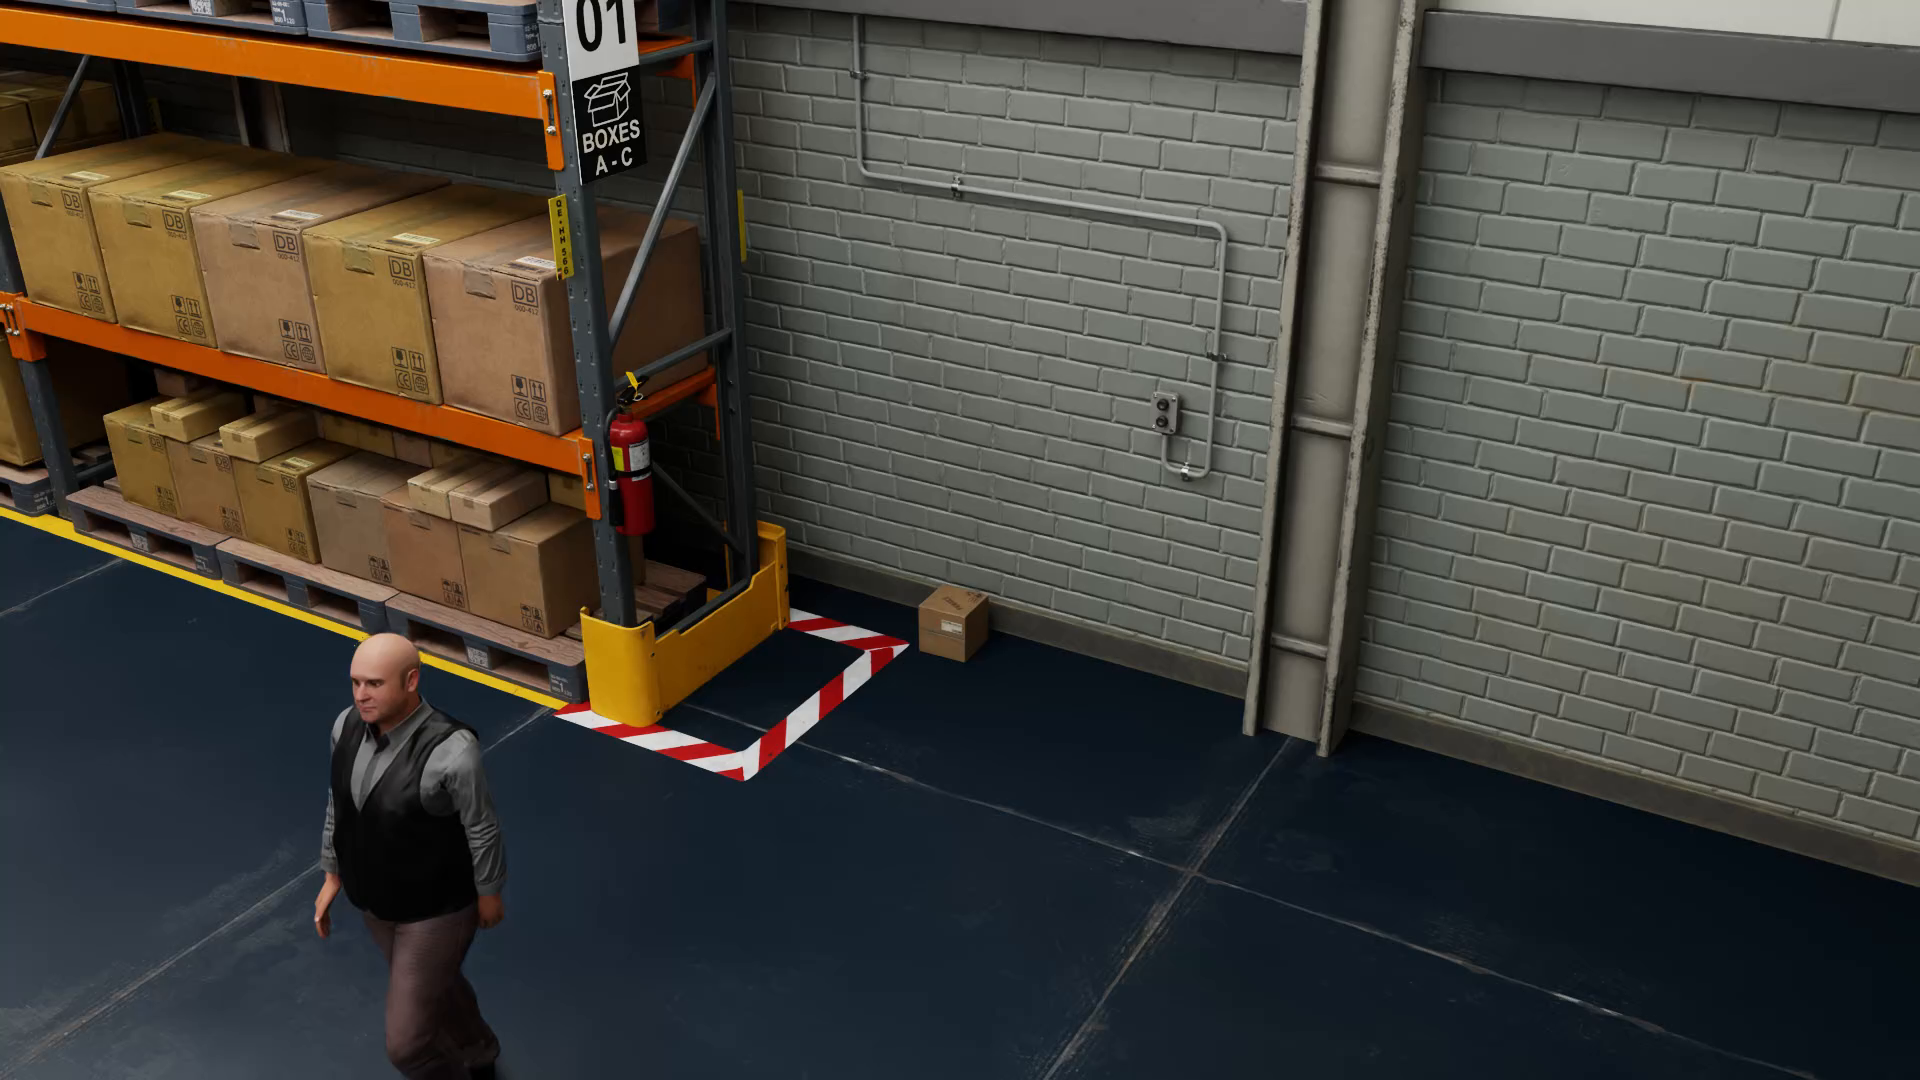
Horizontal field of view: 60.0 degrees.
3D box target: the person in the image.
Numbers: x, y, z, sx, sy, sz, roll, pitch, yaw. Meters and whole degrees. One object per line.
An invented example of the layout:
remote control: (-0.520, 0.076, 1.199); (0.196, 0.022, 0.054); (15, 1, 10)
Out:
person: (-1.642, 1.096, 4.952); (0.541, 1.777, 0.522); (15, 30, 27)
